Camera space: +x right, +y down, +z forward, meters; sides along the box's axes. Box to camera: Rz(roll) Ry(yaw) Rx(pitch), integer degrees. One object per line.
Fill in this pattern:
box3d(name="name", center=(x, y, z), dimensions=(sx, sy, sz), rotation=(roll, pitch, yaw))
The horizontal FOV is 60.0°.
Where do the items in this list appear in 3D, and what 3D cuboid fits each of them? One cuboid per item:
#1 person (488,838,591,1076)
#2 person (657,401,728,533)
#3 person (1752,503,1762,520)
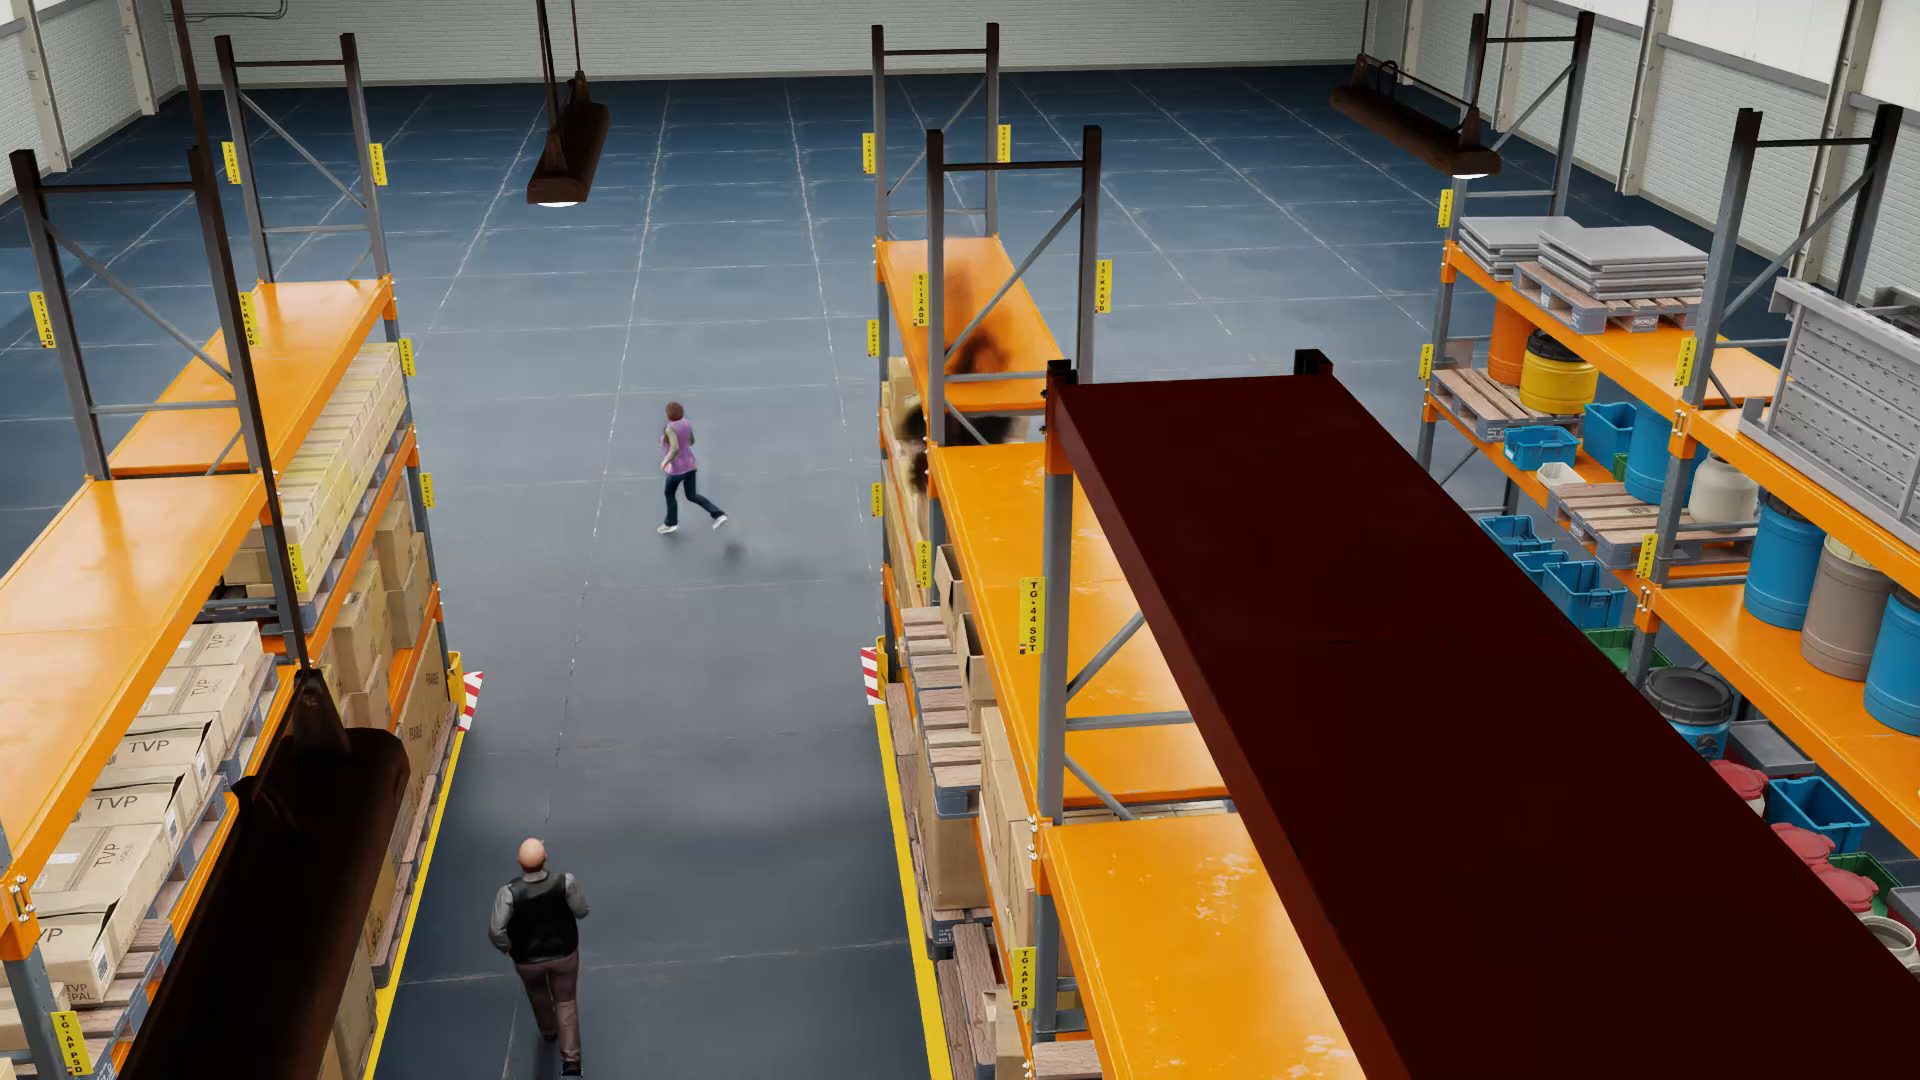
box3d(name="person", center=(-2.685, 2.721, 10.810), dimensions=(0.622, 1.712, 0.927), rotation=(-7, 26, -15))
box3d(name="person", center=(-3.016, -0.745, 18.222), dimensions=(0.882, 1.603, 0.550), rotation=(15, 29, 28))
box3d(name="person", center=(8.452, -0.810, 18.112), dimensions=(0.943, 1.814, 0.658), rotation=(7, 26, 13))
